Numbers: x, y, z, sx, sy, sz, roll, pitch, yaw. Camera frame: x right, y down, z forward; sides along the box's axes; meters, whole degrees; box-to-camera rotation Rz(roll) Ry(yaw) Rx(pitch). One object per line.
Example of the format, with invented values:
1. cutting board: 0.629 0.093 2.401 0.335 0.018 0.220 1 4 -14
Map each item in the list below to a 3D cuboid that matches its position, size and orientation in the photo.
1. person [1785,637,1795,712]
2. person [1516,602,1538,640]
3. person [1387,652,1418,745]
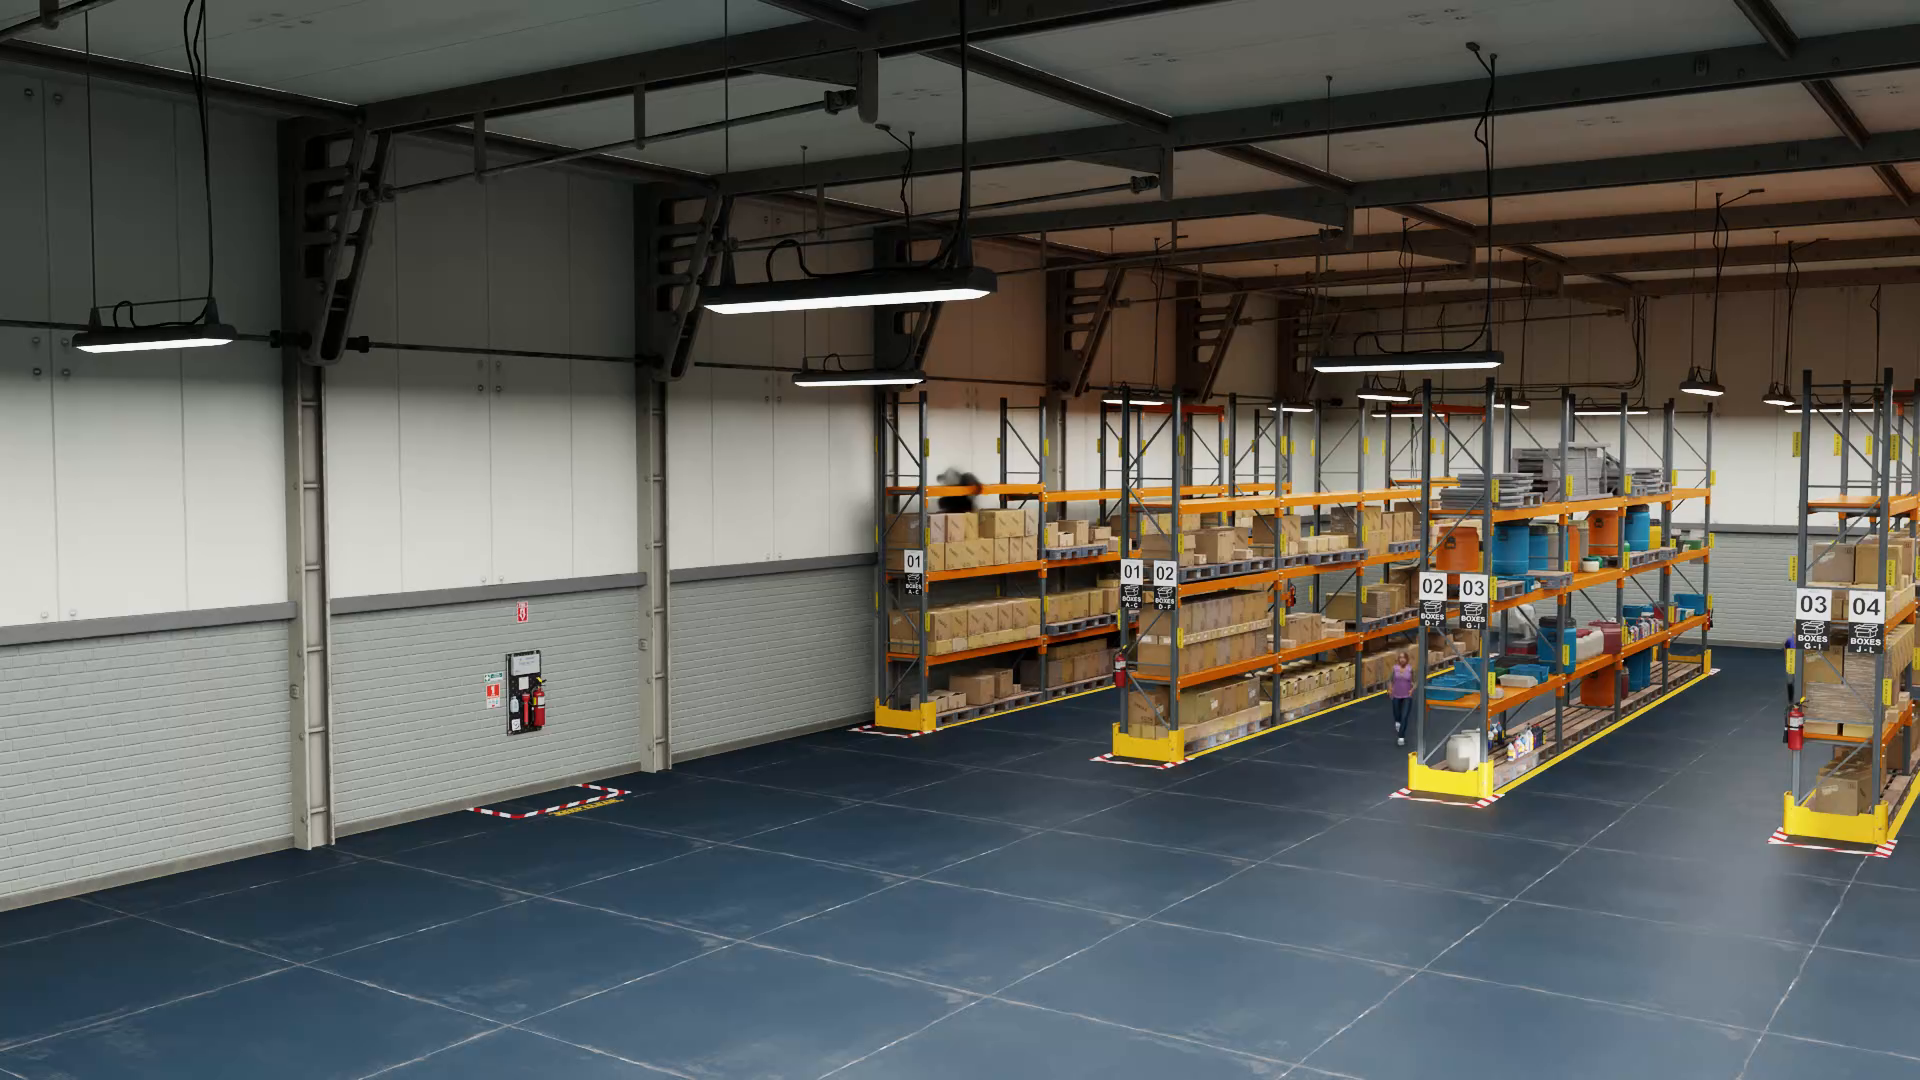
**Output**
1. person: 15.913 2.446 31.534 0.559 1.664 0.755 2 4 33
2. person: 13.521 1.987 39.553 0.606 1.631 0.550 -1 3 -20
3. person: 7.519 2.668 28.241 0.536 1.563 0.576 1 3 17
